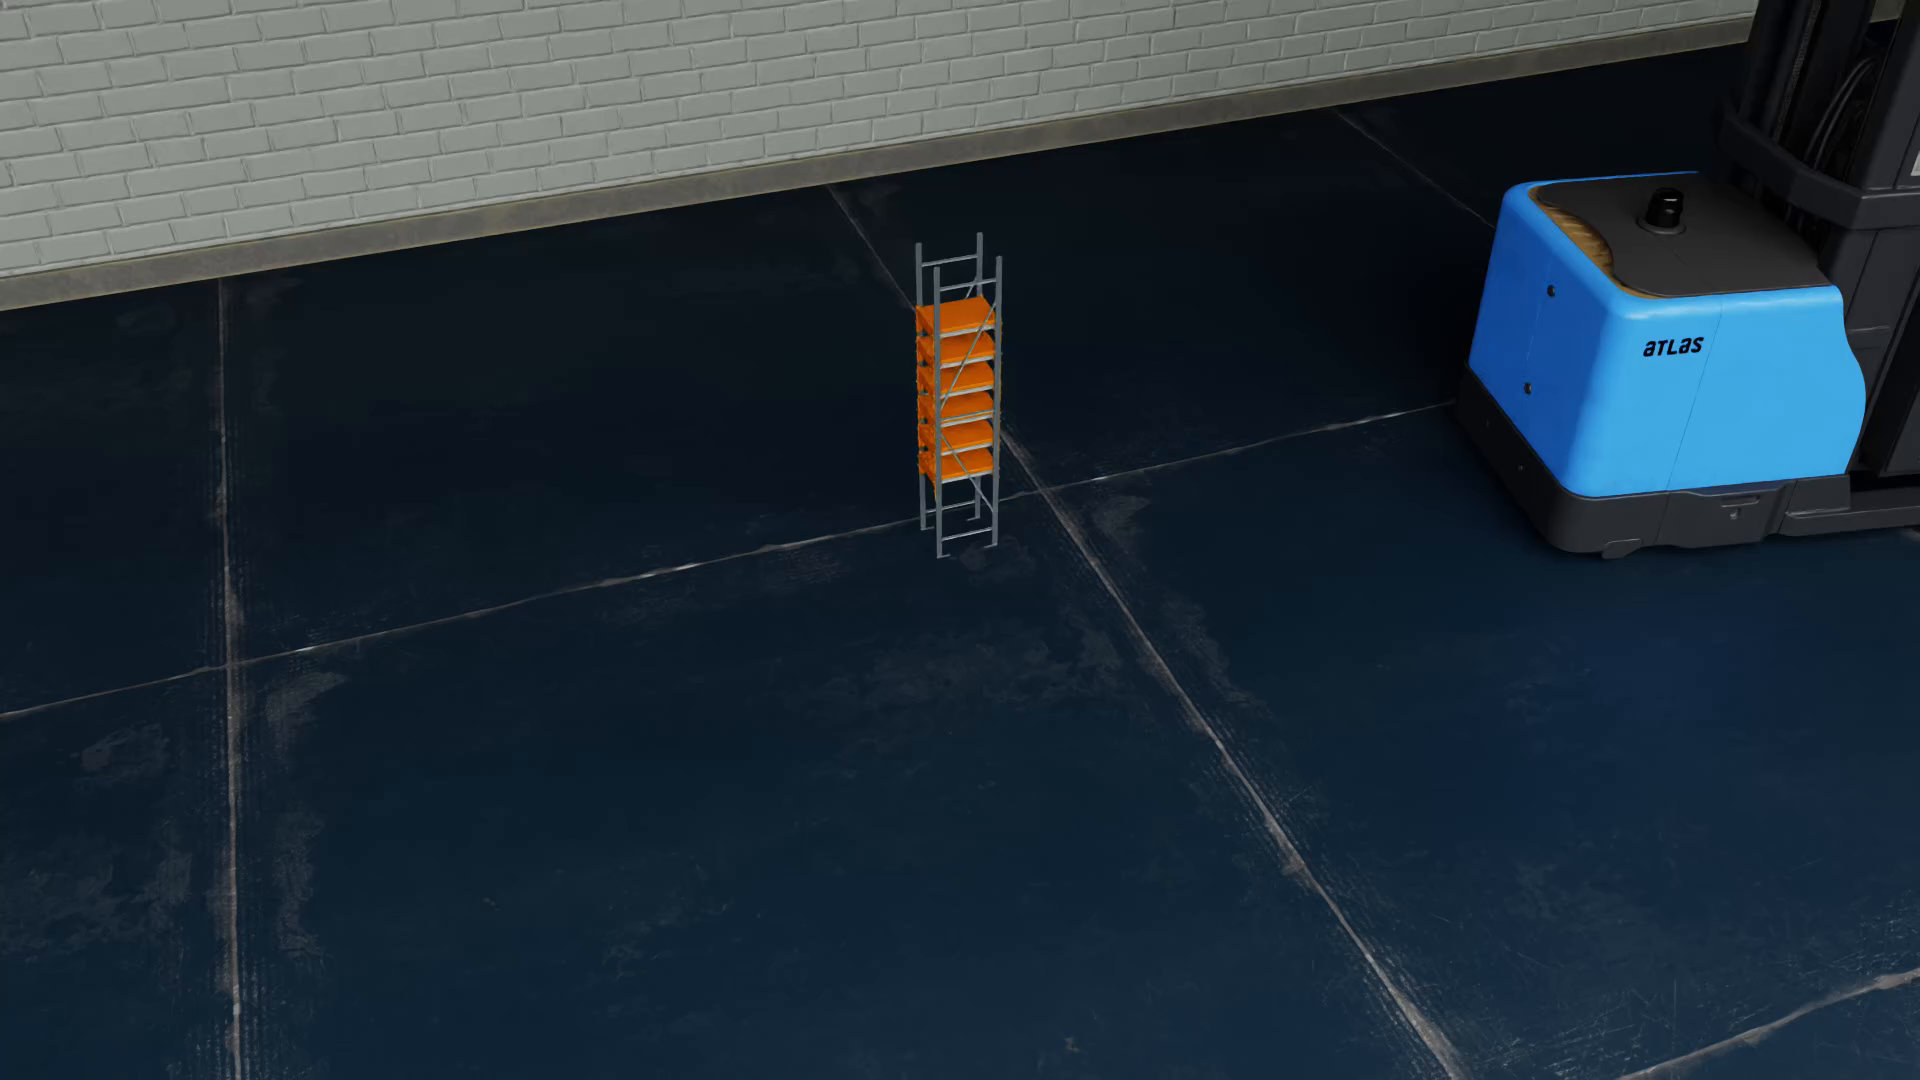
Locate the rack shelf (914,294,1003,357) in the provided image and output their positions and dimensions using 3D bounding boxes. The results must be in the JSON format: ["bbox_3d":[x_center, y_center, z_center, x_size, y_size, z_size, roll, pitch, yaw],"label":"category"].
[{"bbox_3d":[-0.005,-0.739,5.710,0.258,0.103,0.180,-12,39,-16],"label":"rack shelf"}]

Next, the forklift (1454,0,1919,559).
[{"bbox_3d":[3.587,-1.509,5.817,3.031,2.935,1.130,-5,37,-7],"label":"forklift"}]

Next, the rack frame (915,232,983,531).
[{"bbox_3d":[-0.036,-0.539,5.968,0.240,1.200,0.006,-12,39,-16],"label":"rack frame"}]

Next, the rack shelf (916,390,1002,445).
[{"bbox_3d":[-0.005,-0.452,5.927,0.258,0.103,0.180,-12,39,-16],"label":"rack shelf"}]

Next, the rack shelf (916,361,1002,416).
[{"bbox_3d":[-0.005,-0.548,5.854,0.258,0.103,0.180,-12,39,-16],"label":"rack shelf"}]

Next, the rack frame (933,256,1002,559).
[{"bbox_3d":[0.026,-0.436,5.831,0.240,1.200,0.006,-12,39,-16],"label":"rack frame"}]

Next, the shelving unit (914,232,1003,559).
[{"bbox_3d":[-0.005,-0.487,5.900,0.258,1.200,0.189,-12,39,-16],"label":"shelving unit"}]

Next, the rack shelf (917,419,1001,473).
[{"bbox_3d":[-0.005,-0.356,5.999,0.258,0.103,0.180,-12,39,-16],"label":"rack shelf"}]

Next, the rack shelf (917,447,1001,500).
[{"bbox_3d":[-0.005,-0.260,6.071,0.258,0.103,0.180,-12,39,-16],"label":"rack shelf"}]

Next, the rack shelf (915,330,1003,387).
[{"bbox_3d":[-0.005,-0.644,5.782,0.258,0.103,0.180,-12,39,-16],"label":"rack shelf"}]
